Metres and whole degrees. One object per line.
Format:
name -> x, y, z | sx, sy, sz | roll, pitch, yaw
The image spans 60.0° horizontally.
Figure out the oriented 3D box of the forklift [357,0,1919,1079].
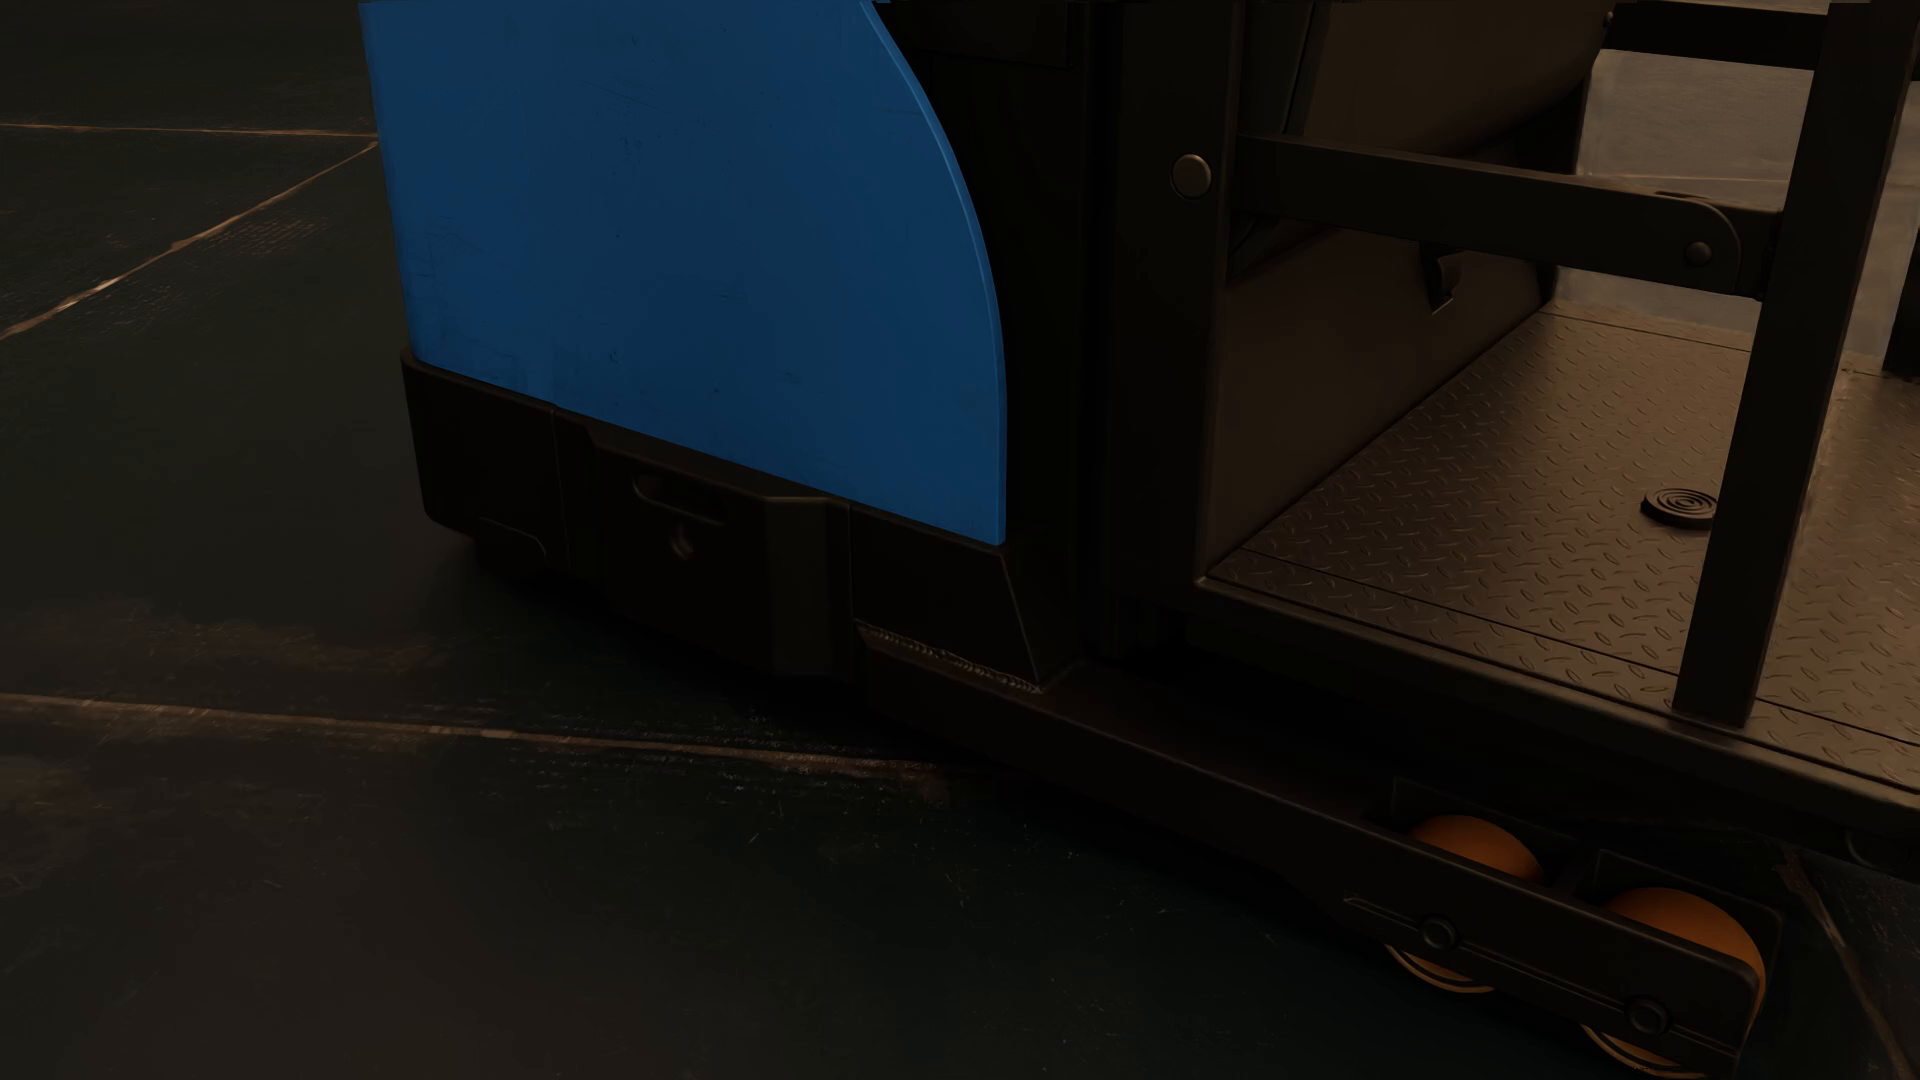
forklift -> 0.706, -1.093, 1.407 | 3.031, 2.935, 1.130 | 18, 32, 31
